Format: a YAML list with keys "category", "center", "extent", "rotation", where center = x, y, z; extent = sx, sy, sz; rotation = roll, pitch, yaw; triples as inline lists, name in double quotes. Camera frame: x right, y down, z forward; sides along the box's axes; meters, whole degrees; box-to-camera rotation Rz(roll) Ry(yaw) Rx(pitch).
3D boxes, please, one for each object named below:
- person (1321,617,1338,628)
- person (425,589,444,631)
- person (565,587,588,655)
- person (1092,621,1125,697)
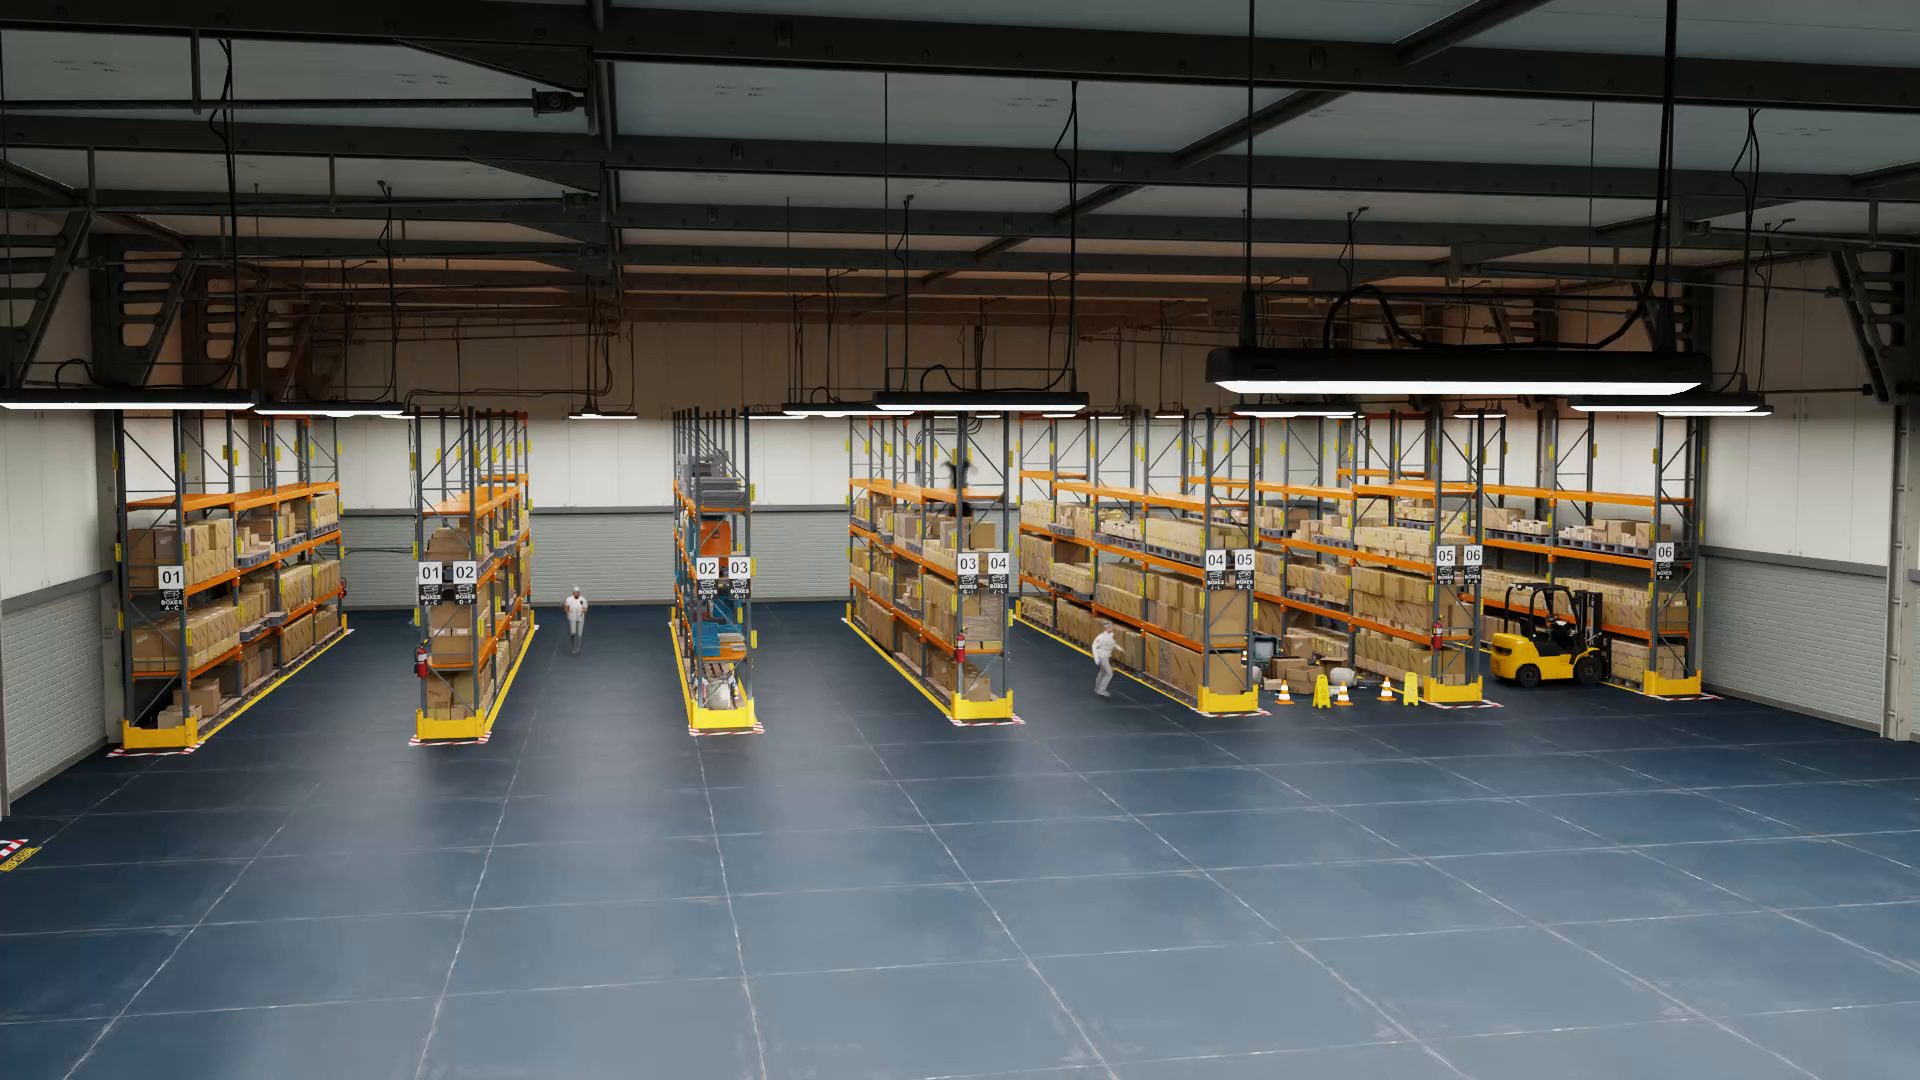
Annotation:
- category: "person"
  center: [10.055, 1.673, 45.968]
  extent: [0.598, 1.606, 0.933]
  rotation: [-2, 5, -30]
- category: "person"
  center: [-14.122, 1.710, 44.531]
  extent: [0.724, 1.701, 0.995]
  rotation: [-2, 4, -21]
- category: "person"
  center: [-9.467, 1.997, 41.080]
  extent: [0.522, 1.684, 0.785]
  rotation: [-2, 4, -22]
- category: "person"
  center: [3.072, 2.481, 34.762]
  extent: [0.771, 1.640, 0.630]
  rotation: [2, 5, 31]
